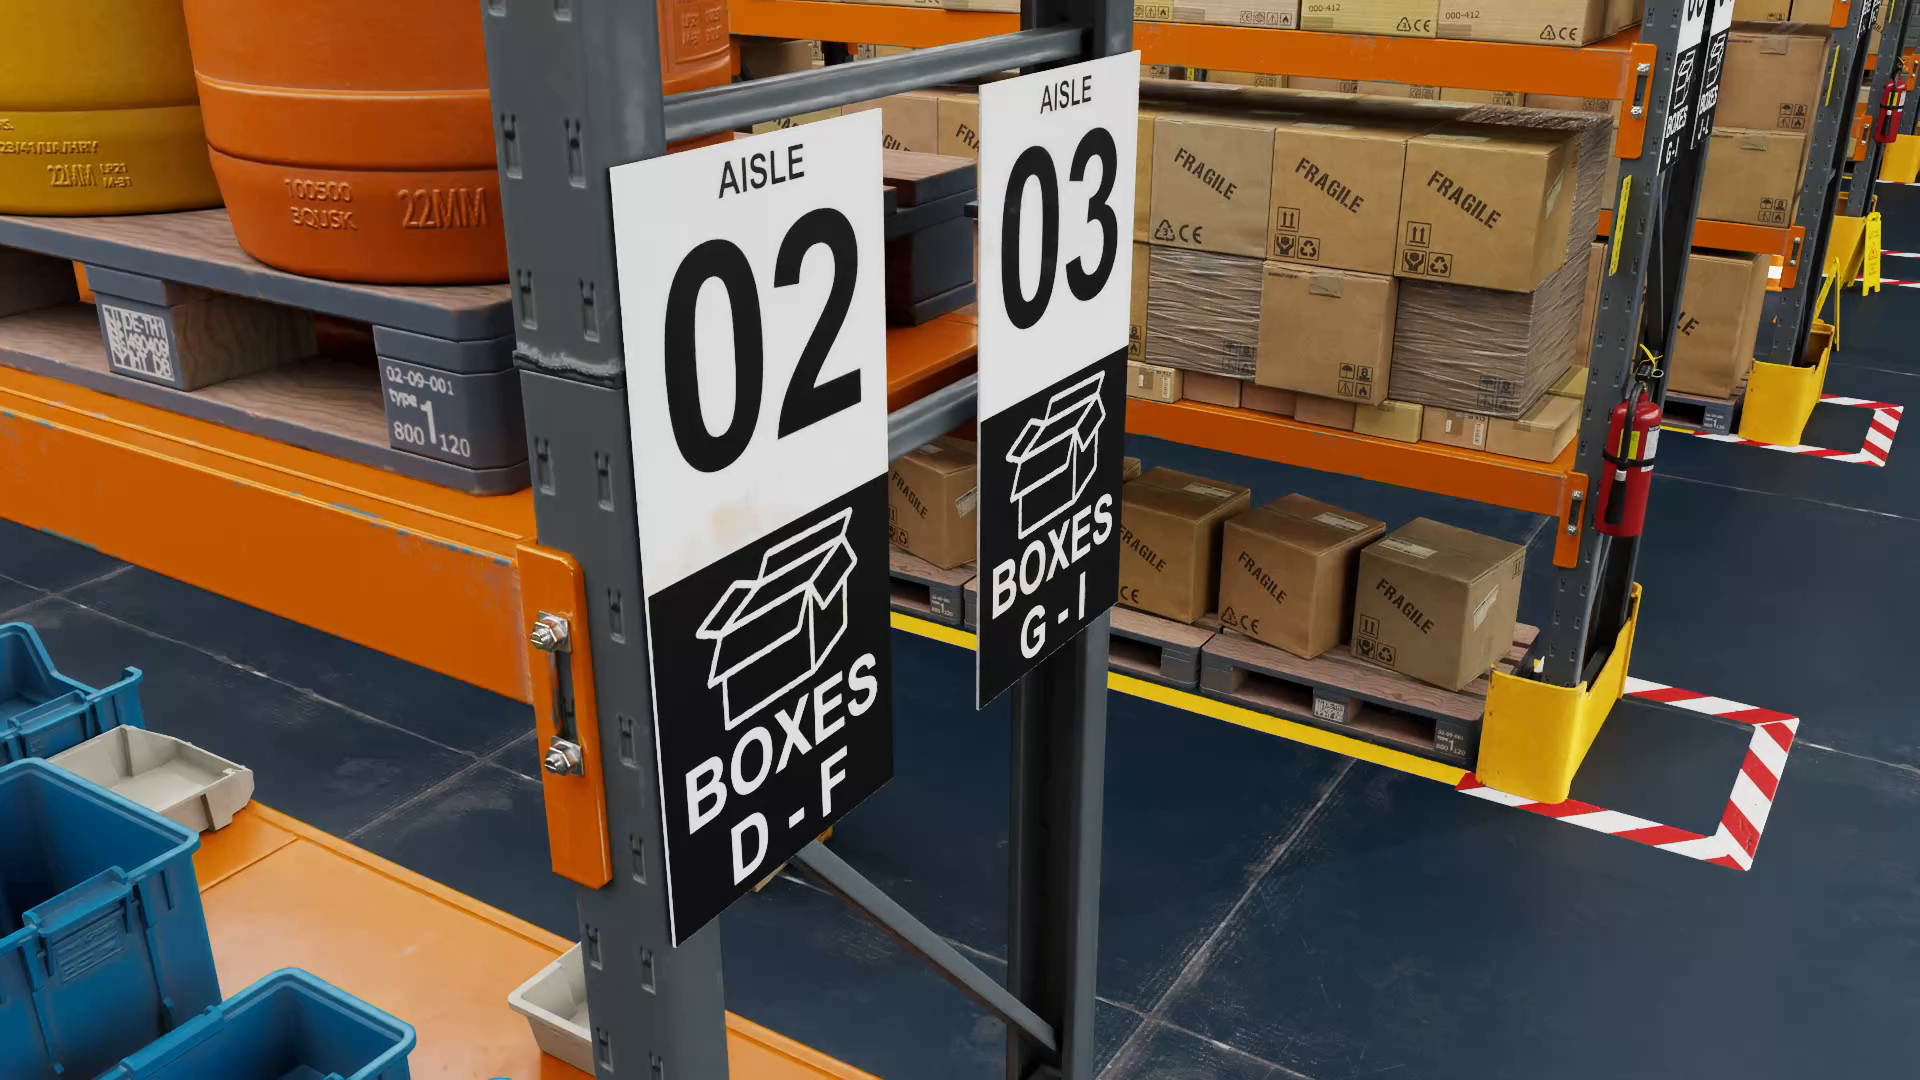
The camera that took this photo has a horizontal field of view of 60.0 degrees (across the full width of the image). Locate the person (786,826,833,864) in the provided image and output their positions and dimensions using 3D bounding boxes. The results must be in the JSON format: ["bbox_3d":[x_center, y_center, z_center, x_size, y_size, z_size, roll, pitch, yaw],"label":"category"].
[{"bbox_3d":[-0.640,0.296,5.874,0.620,1.780,0.446,12,26,26],"label":"person"}]
